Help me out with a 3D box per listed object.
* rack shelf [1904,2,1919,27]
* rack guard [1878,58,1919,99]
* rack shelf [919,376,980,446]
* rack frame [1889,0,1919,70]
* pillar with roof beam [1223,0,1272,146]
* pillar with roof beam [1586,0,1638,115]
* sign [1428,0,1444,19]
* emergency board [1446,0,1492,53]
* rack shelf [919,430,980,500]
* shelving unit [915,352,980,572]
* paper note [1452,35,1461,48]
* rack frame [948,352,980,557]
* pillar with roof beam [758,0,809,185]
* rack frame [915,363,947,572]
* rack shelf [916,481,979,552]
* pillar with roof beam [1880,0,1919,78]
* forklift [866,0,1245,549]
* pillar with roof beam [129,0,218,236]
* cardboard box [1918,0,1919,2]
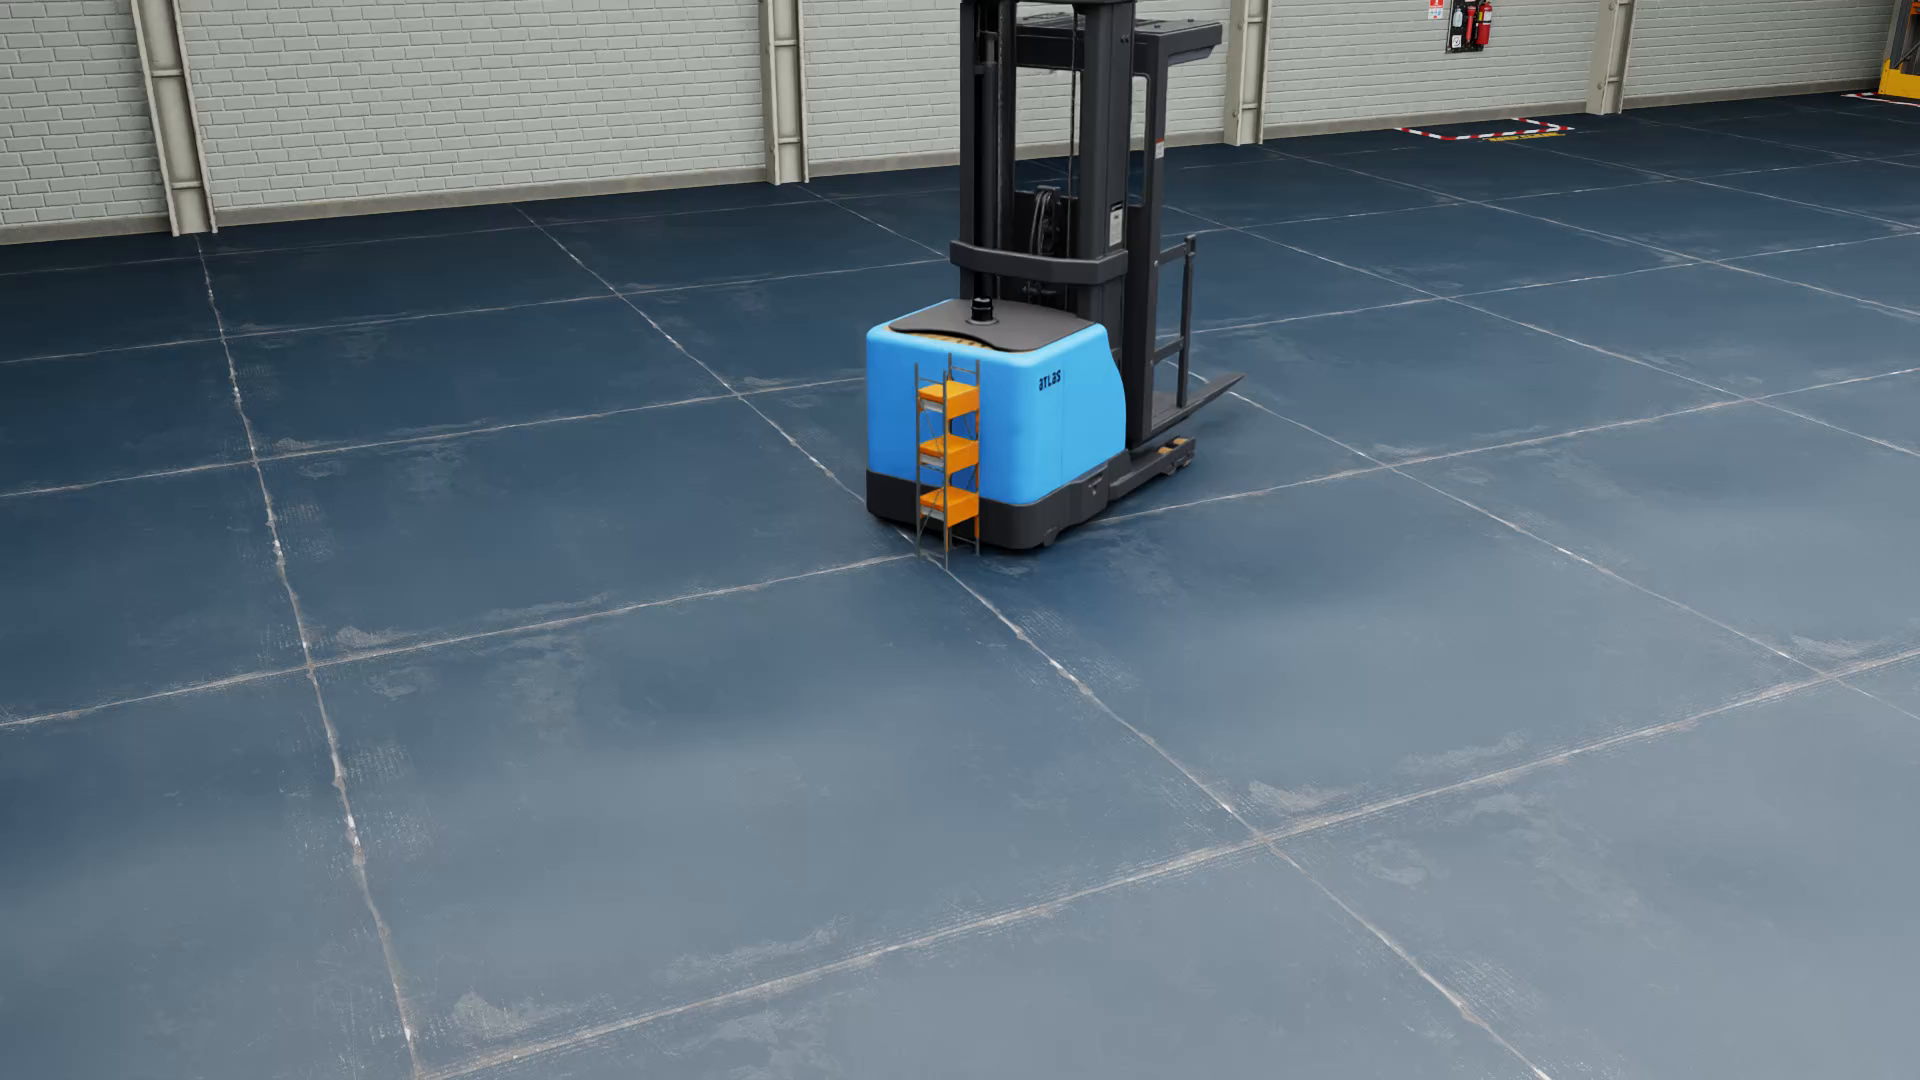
[{"bbox_3d":[15.871,-7.897,24.846,4.000,0.370,1.077,-10,25,-24],"label":"rack shelf"},{"bbox_3d":[14.137,-6.755,24.416,0.348,0.500,1.175,-10,25,-24],"label":"rack guard"},{"bbox_3d":[-0.062,-0.639,8.207,0.215,0.259,0.240,19,29,38],"label":"rack shelf"},{"bbox_3d":[14.069,-7.898,23.907,0.127,3.000,1.000,-10,25,-24],"label":"rack frame"},{"bbox_3d":[5.379,-7.610,15.368,0.400,9.000,9.100,-10,25,-24],"label":"pillar with roof beam"},{"bbox_3d":[10.785,-8.605,17.772,0.400,9.000,9.100,-10,25,-24],"label":"pillar with roof beam"},{"bbox_3d":[6.132,-6.880,21.402,0.234,0.329,0.001,-10,25,-24],"label":"sign"},{"bbox_3d":[6.675,-6.920,21.545,0.643,1.169,0.194,-10,25,-24],"label":"emergency board"},{"bbox_3d":[-0.062,-0.377,8.316,0.215,0.259,0.240,19,29,38],"label":"rack shelf"},{"bbox_3d":[-0.062,-0.387,8.312,0.215,1.050,0.252,19,29,38],"label":"shelving unit"},{"bbox_3d":[6.485,-6.507,21.700,0.142,0.148,0.016,-10,25,-24],"label":"paper note"},{"bbox_3d":[0.019,-0.422,8.397,0.200,1.050,0.008,19,29,38],"label":"rack frame"},{"bbox_3d":[-0.028,-6.614,12.963,0.400,9.000,9.100,-10,25,-24],"label":"pillar with roof beam"},{"bbox_3d":[-0.142,-0.352,8.227,0.200,1.050,0.008,19,29,38],"label":"rack frame"},{"bbox_3d":[-0.062,-0.120,8.422,0.215,0.259,0.240,19,29,38],"label":"rack shelf"},{"bbox_3d":[16.191,-9.600,20.176,0.400,9.000,9.100,-10,25,-24],"label":"pillar with roof beam"},{"bbox_3d":[0.731,-1.817,9.308,1.130,2.935,3.031,14,26,31],"label":"forklift"},{"bbox_3d":[-5.434,-5.619,10.559,0.400,9.000,9.100,-10,25,-24],"label":"pillar with roof beam"},{"bbox_3d":[14.406,-7.982,24.281,0.500,0.250,0.500,-10,25,-23],"label":"cardboard box"}]
